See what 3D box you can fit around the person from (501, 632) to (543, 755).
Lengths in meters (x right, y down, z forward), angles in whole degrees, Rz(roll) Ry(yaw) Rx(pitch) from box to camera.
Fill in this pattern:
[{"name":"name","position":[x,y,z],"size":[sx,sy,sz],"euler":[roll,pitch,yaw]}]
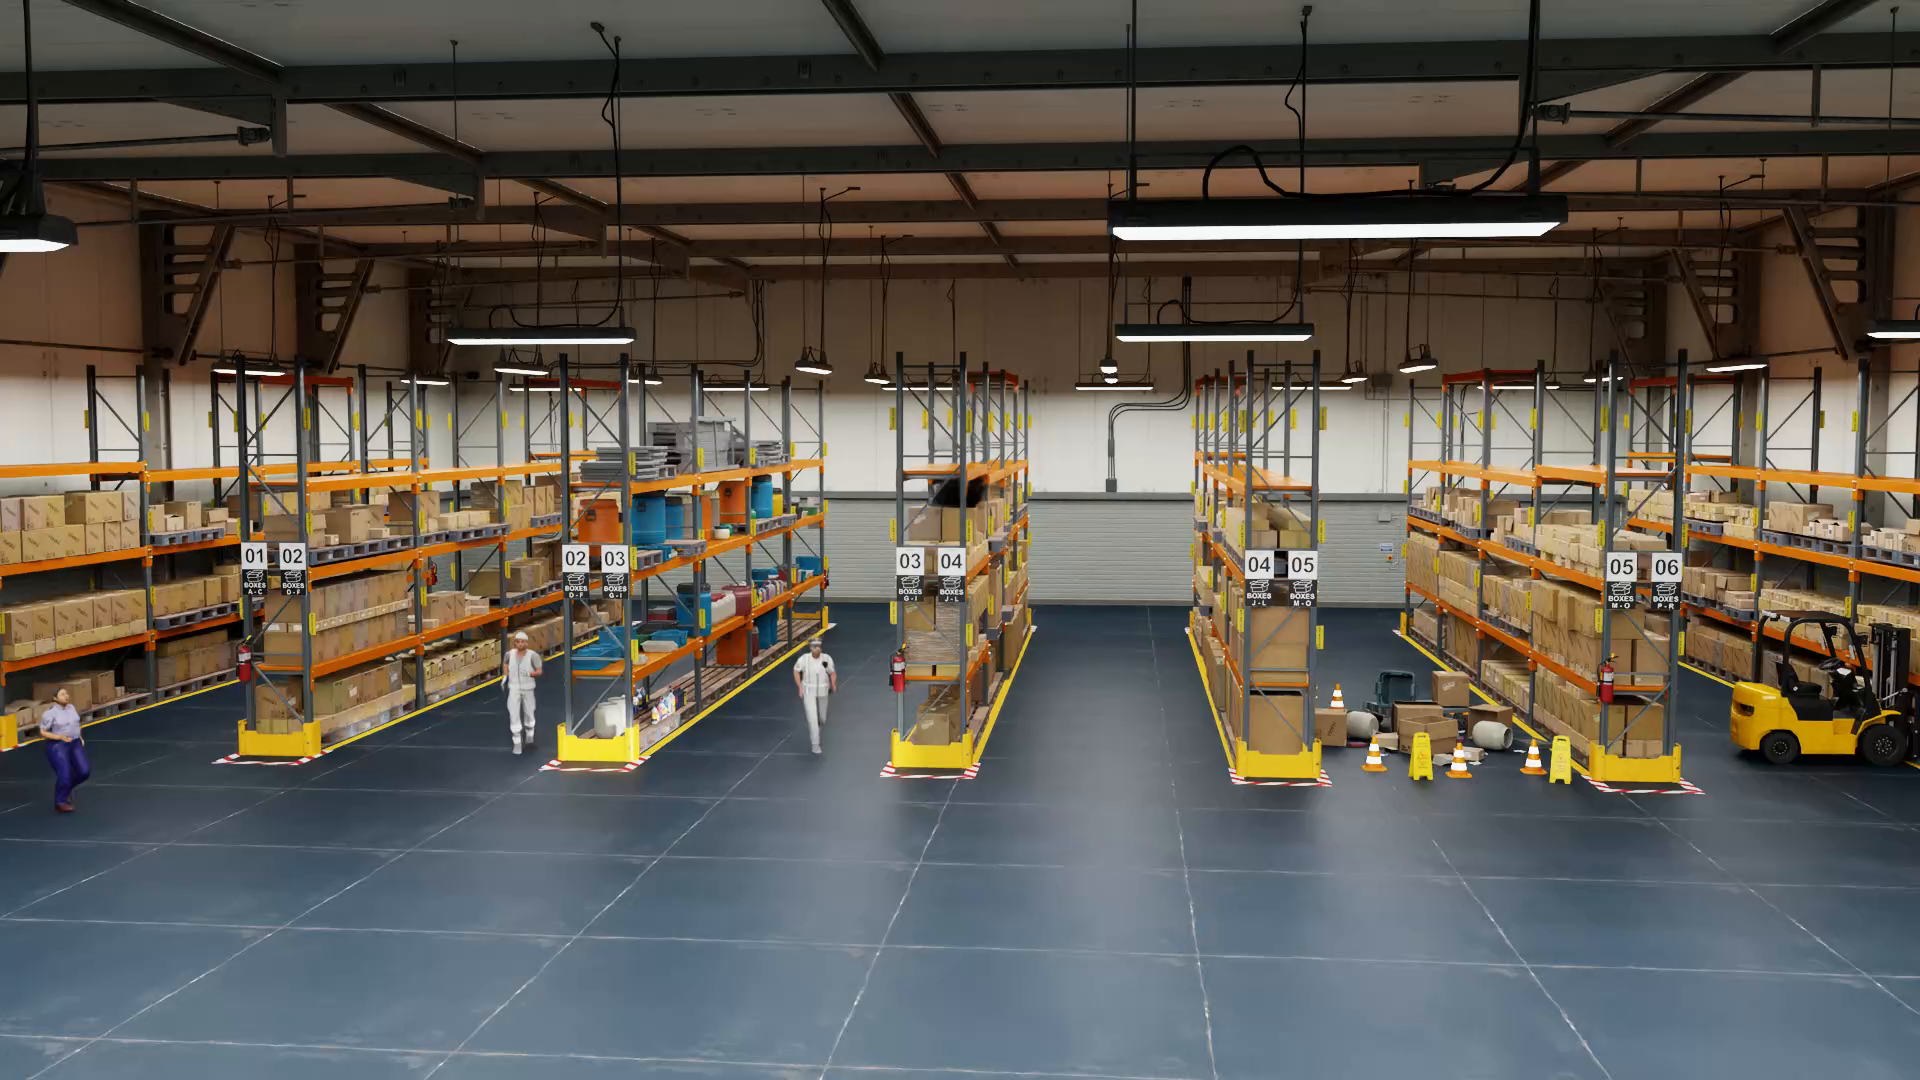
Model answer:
[{"name":"person","position":[-6.655,2.309,25.268],"size":[0.645,1.844,0.878],"euler":[-1,4,-8]}]

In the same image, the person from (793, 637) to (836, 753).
[{"name":"person","position":[-2.226,2.333,25.469],"size":[0.648,1.757,0.848],"euler":[-1,4,-15]}]

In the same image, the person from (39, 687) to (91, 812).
[{"name":"person","position":[-11.476,2.682,21.364],"size":[0.559,1.600,0.599],"euler":[2,4,24]}]
